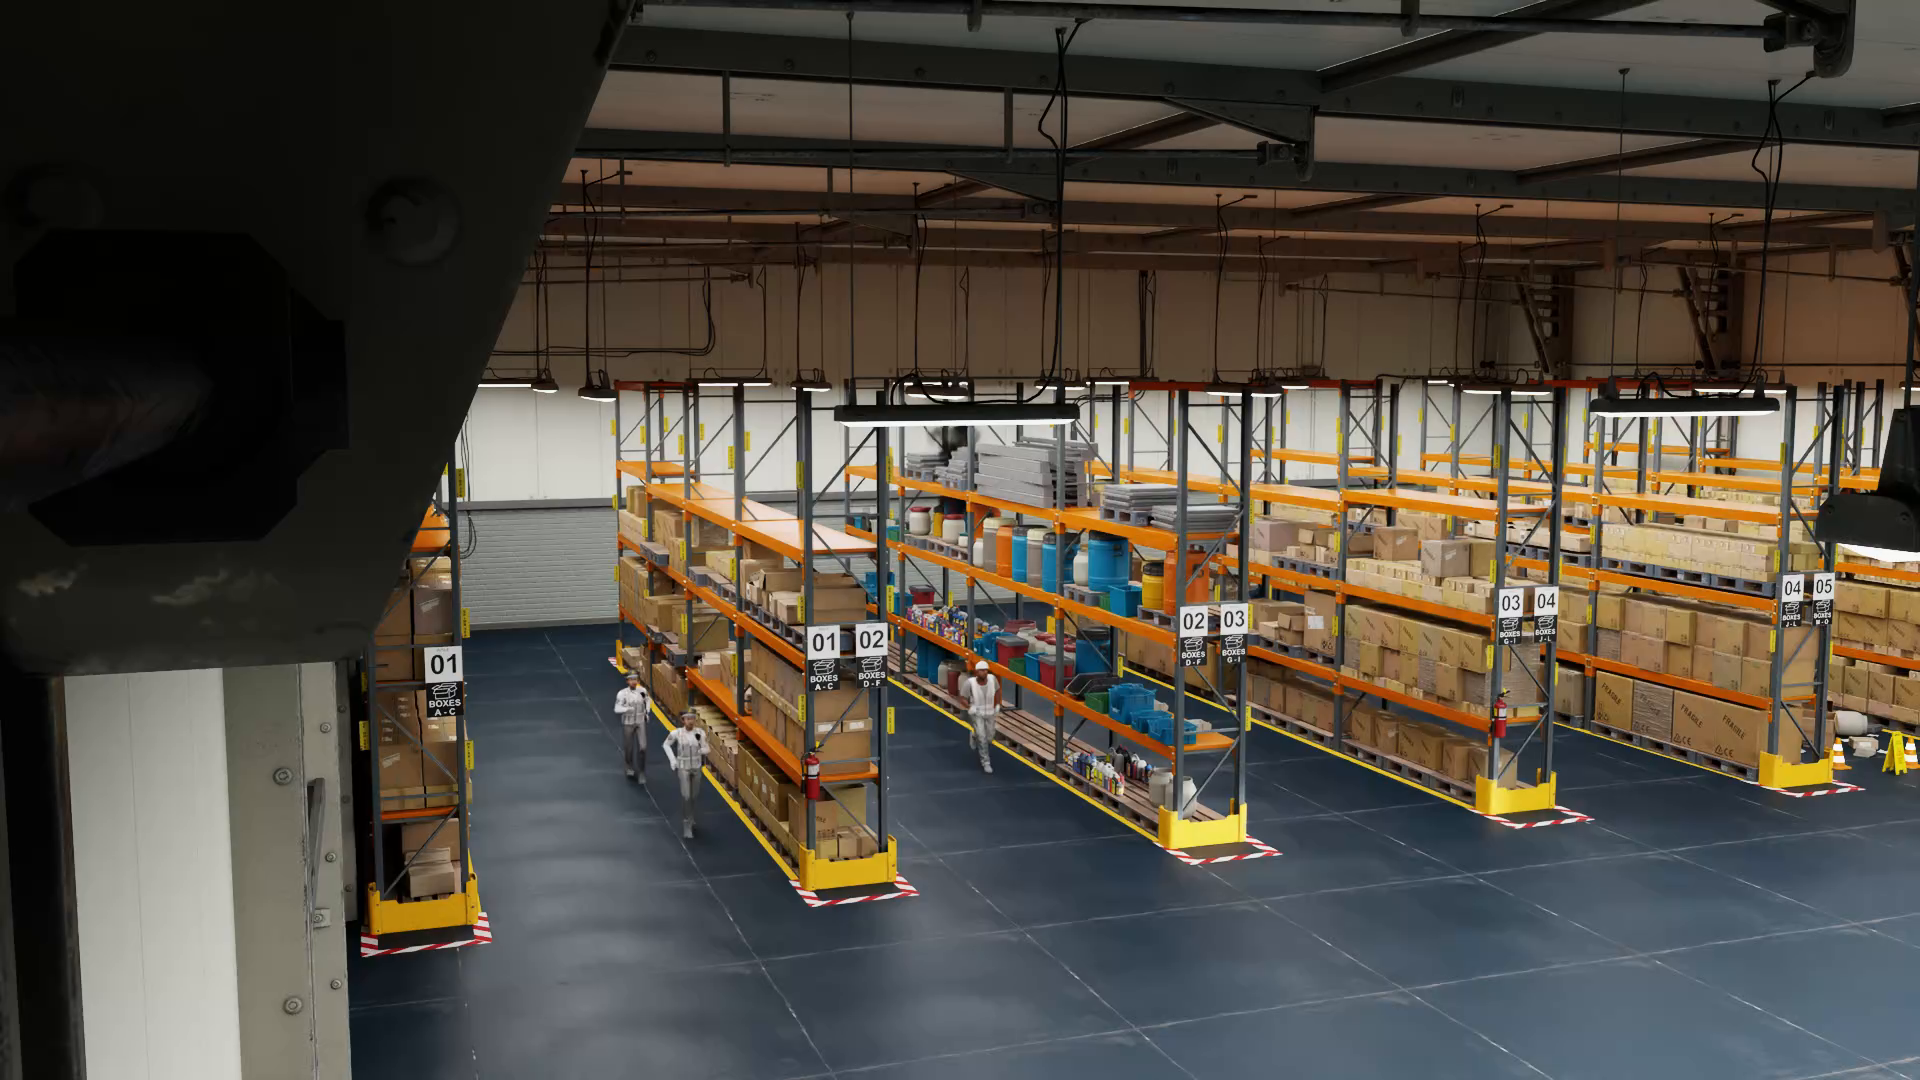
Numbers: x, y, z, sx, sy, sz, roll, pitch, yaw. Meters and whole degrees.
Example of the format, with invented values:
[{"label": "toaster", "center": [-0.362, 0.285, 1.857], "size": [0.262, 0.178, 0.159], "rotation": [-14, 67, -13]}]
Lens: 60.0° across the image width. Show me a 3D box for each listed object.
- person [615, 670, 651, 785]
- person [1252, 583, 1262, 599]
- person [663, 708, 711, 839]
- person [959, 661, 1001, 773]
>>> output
[{"label": "person", "center": [-4.939, 2.825, 25.221], "size": [0.594, 1.745, 0.712], "rotation": [-2, 6, -19]}, {"label": "person", "center": [7.572, 1.165, 41.641], "size": [0.702, 1.600, 0.544], "rotation": [-1, 6, -13]}, {"label": "person", "center": [-3.662, 3.125, 22.460], "size": [0.595, 1.754, 0.702], "rotation": [-3, 7, -23]}, {"label": "person", "center": [0.305, 2.733, 26.112], "size": [0.709, 1.747, 0.763], "rotation": [-3, 7, -24]}]
